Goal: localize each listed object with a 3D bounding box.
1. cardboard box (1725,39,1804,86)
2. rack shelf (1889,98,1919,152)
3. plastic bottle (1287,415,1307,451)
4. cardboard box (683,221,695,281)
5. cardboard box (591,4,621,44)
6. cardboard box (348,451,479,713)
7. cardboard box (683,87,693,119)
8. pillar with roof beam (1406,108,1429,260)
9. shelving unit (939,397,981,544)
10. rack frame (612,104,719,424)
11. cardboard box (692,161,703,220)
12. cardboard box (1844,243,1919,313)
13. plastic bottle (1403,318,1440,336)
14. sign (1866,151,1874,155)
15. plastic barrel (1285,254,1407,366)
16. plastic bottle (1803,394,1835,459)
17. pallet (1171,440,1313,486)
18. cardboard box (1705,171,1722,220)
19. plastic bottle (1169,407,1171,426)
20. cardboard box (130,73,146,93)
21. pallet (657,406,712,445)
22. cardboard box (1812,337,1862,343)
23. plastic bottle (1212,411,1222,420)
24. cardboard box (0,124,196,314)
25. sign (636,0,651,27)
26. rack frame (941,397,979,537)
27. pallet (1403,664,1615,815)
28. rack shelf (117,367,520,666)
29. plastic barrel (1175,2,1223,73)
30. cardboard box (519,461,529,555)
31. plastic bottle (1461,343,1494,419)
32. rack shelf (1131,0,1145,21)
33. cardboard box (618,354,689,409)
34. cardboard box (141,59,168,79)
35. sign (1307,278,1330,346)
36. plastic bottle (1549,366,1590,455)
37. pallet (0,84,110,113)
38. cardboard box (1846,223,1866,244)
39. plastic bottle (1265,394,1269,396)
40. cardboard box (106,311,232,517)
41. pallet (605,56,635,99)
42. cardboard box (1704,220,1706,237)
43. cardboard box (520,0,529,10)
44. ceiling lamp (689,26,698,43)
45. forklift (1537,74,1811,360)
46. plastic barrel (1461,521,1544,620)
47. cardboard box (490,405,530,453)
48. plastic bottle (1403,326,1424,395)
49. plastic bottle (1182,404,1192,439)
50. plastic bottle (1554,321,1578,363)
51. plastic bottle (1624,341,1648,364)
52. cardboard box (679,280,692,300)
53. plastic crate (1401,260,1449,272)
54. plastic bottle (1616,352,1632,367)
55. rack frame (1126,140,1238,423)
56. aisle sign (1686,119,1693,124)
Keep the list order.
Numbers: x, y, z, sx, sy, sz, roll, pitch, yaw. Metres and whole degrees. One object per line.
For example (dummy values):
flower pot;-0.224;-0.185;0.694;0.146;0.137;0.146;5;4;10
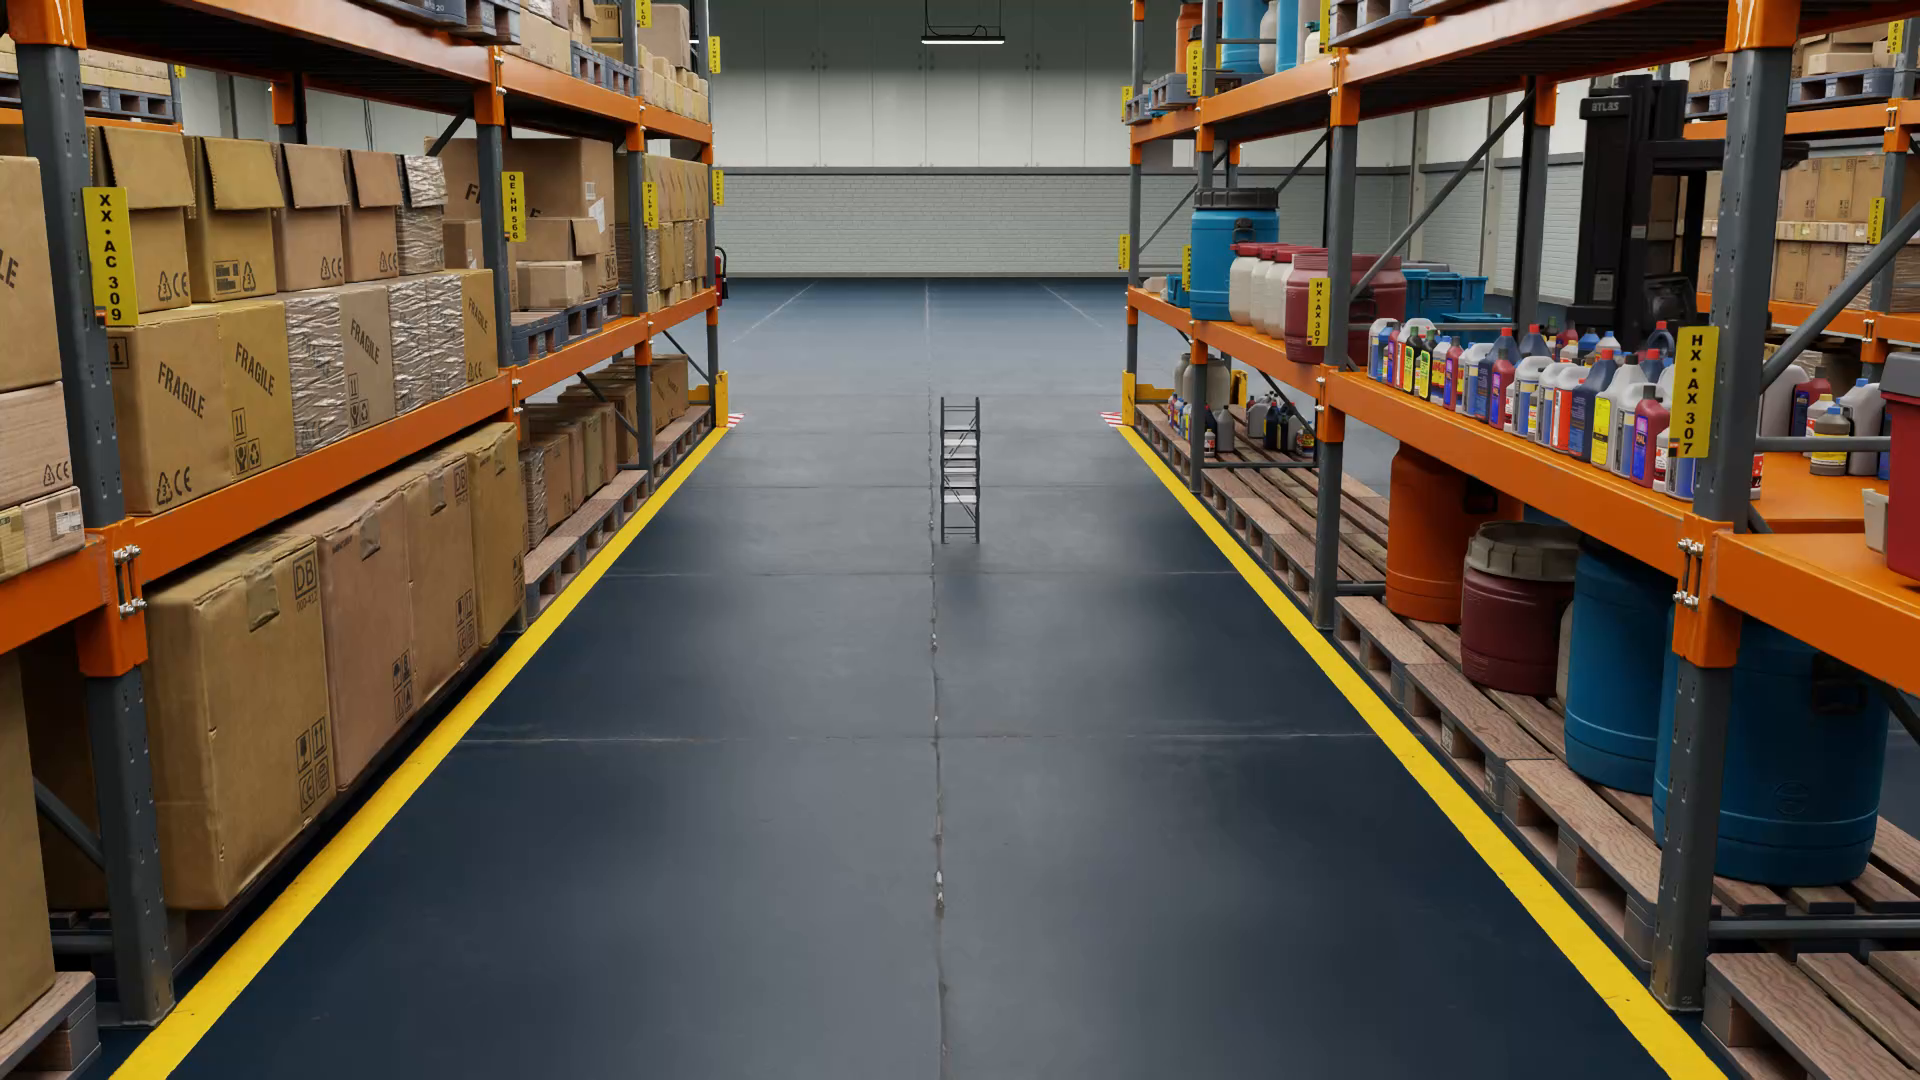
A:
cardboard box;6.832;-4.099;14.016;0.500;0.500;0.500;0;11;-1
rack shelf;7.195;-2.562;9.907;1.077;0.370;4.000;0;11;-1
plastic bottle;2.599;-0.832;12.861;0.152;0.276;0.135;0;11;1
cardboard box;-2.752;-2.484;14.259;0.875;0.500;0.500;0;11;-1
cardboard box;-3.072;-4.211;13.968;0.500;0.500;0.500;0;11;-1
cardboard box;-2.663;0.143;6.597;1.225;0.875;0.875;0;11;-1
cardboard box;-2.554;-3.698;14.074;0.500;0.250;0.500;0;11;0
pillar with roof beam;7.979;-11.408;44.160;9.100;9.000;0.548;0;11;-1
shelving unit;0.000;-0.439;10.462;0.258;0.900;0.210;0;11;-1
rack frame;-2.833;-2.597;15.816;1.000;3.000;0.127;0;11;-1
cardboard box;-2.558;-3.074;14.653;0.500;0.500;0.500;0;11;-1
cardboard box;7.139;-1.979;12.518;0.700;0.500;0.500;-1;11;-3
plastic bottle;2.122;-0.880;7.663;0.152;0.276;0.135;0;11;-1
sign;12.866;-5.345;23.529;0.001;0.298;0.199;0;11;-1
plastic barrel;1.972;-1.185;8.513;0.600;0.536;0.708;0;11;-1
plastic bottle;2.752;-0.363;5.303;0.097;0.201;0.097;0;11;0
pallet;2.229;-0.589;12.933;1.003;0.211;1.213;0;11;-1
cardboard box;7.086;-3.114;14.849;0.700;0.500;0.500;-1;11;-3
plastic bottle;1.847;-1.079;14.267;0.097;0.201;0.097;0;11;0
cardboard box;-7.438;-4.033;14.672;0.380;0.149;0.250;0;11;0
pallet;-2.850;-1.054;15.222;1.003;0.211;1.213;0;11;-1
cardboard box;7.424;-1.459;14.181;0.500;0.500;0.500;0;11;-1
plastic bottle;2.044;-0.874;13.065;0.152;0.276;0.135;0;11;-1
cardboard box;-2.606;-0.879;4.574;0.797;0.503;0.637;-1;11;-3
sign;-2.195;-3.721;11.523;0.100;0.325;0.005;0;11;-1
rack frame;-0.002;-0.460;10.561;0.240;0.900;0.006;0;11;-1
pallet;2.365;0.738;6.391;1.003;0.211;1.213;0;11;-1
rack shelf;-2.626;-0.257;6.089;1.077;0.370;4.000;0;11;-1
plastic barrel;2.256;-4.408;15.060;0.600;0.830;0.708;0;11;-1
cardboard box;-2.701;-0.130;8.838;0.700;0.500;0.500;-1;11;-4
plastic bottle;1.999;-0.603;6.301;0.152;0.276;0.135;0;11;-1
rack shelf;2.160;-4.611;13.471;1.077;0.370;4.000;0;11;-1
cardboard box;-2.837;-1.454;15.411;0.500;0.500;0.500;2;12;9
cardboard box;-7.504;-4.298;14.976;0.500;0.250;0.500;0;11;0
sign;1.734;-1.103;8.043;0.100;0.325;0.005;0;11;-1
plastic bottle;2.018;-0.421;5.402;0.152;0.276;0.135;0;11;-1
pallet;-7.740;-3.633;13.600;1.003;0.211;1.213;0;11;-1
cardboard box;6.931;-2.311;12.524;0.380;0.149;0.250;0;11;-2
plastic bottle;2.616;-1.115;14.238;0.061;0.283;0.133;0;11;0
cardboard box;-2.344;-0.353;4.504;0.500;0.500;0.500;0;11;-1
pallet;-2.844;-3.057;11.010;1.213;0.211;1.003;0;11;-1
cardboard box;6.876;-2.823;15.047;0.380;0.149;0.250;0;11;-1
cardboard box;-2.420;-2.865;8.085;0.500;0.500;0.500;0;11;-1
ceiling lamp;-6.993;-13.439;39.488;2.000;3.185;0.800;0;11;-1
forklift;5.021;-1.644;11.293;3.031;2.935;1.130;11;16;42
plastic barrel;2.413;0.195;7.253;0.421;0.512;0.421;0;11;0
cardboard box;-2.732;-0.603;9.283;0.500;0.250;0.500;1;12;5
plastic bottle;1.937;-0.764;7.073;0.061;0.283;0.133;0;11;-1
plastic bottle;1.890;-0.965;13.513;0.152;0.276;0.135;0;11;0
plastic bottle;2.724;-0.845;7.475;0.061;0.283;0.133;0;11;-1
plastic bottle;2.603;-0.627;6.398;0.061;0.283;0.133;0;11;-1
cardboard box;-2.485;-2.120;14.098;0.380;0.149;0.250;0;11;-1
plastic crate;2.557;-1.381;9.661;0.402;0.464;0.583;0;11;-1
plastic bottle;2.720;-0.666;6.798;0.097;0.201;0.097;0;11;0
rack frame;2.119;-2.617;15.916;1.000;3.000;0.127;0;11;-1
aisle sign;6.764;-3.923;15.813;0.394;0.787;0.004;0;11;-1
